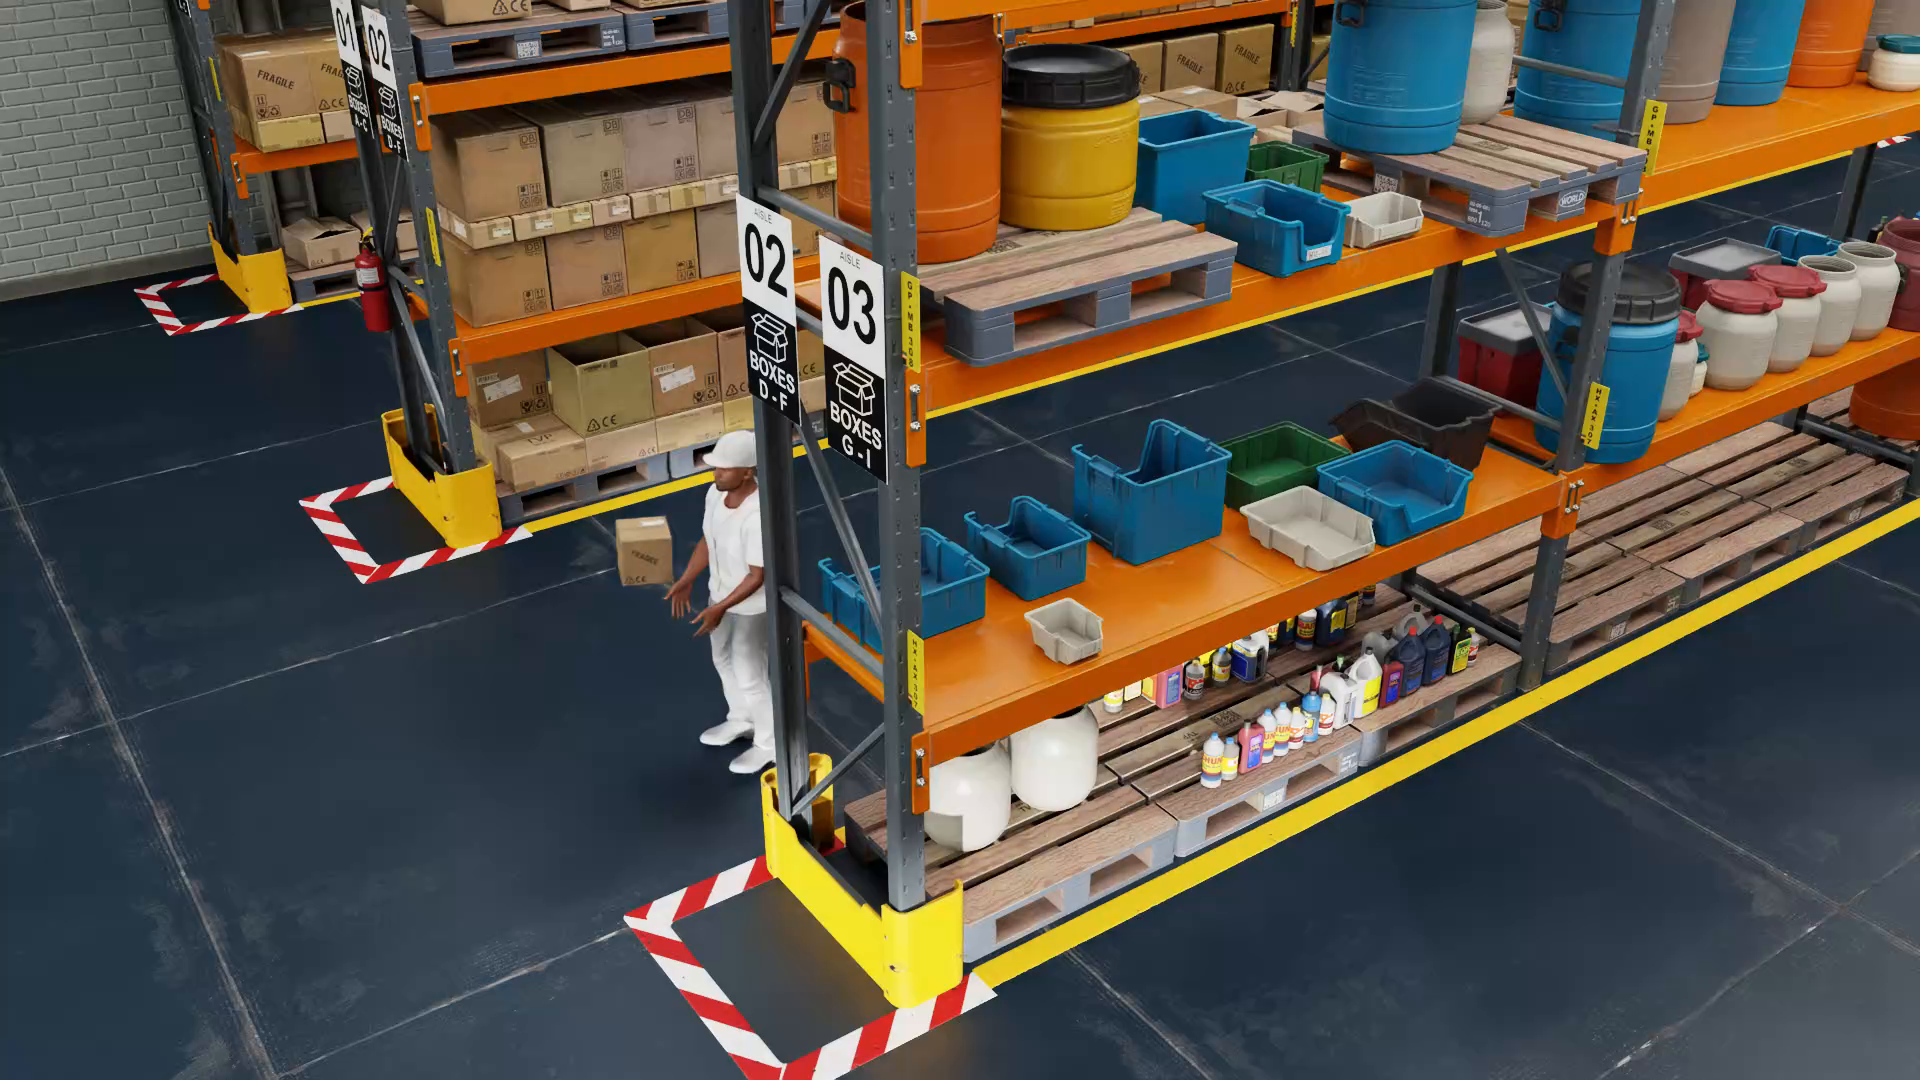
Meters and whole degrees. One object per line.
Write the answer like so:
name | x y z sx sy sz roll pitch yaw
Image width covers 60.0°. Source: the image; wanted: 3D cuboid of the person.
person | -1.117 0.307 8.028 0.541 1.770 0.548 -19 34 -31
